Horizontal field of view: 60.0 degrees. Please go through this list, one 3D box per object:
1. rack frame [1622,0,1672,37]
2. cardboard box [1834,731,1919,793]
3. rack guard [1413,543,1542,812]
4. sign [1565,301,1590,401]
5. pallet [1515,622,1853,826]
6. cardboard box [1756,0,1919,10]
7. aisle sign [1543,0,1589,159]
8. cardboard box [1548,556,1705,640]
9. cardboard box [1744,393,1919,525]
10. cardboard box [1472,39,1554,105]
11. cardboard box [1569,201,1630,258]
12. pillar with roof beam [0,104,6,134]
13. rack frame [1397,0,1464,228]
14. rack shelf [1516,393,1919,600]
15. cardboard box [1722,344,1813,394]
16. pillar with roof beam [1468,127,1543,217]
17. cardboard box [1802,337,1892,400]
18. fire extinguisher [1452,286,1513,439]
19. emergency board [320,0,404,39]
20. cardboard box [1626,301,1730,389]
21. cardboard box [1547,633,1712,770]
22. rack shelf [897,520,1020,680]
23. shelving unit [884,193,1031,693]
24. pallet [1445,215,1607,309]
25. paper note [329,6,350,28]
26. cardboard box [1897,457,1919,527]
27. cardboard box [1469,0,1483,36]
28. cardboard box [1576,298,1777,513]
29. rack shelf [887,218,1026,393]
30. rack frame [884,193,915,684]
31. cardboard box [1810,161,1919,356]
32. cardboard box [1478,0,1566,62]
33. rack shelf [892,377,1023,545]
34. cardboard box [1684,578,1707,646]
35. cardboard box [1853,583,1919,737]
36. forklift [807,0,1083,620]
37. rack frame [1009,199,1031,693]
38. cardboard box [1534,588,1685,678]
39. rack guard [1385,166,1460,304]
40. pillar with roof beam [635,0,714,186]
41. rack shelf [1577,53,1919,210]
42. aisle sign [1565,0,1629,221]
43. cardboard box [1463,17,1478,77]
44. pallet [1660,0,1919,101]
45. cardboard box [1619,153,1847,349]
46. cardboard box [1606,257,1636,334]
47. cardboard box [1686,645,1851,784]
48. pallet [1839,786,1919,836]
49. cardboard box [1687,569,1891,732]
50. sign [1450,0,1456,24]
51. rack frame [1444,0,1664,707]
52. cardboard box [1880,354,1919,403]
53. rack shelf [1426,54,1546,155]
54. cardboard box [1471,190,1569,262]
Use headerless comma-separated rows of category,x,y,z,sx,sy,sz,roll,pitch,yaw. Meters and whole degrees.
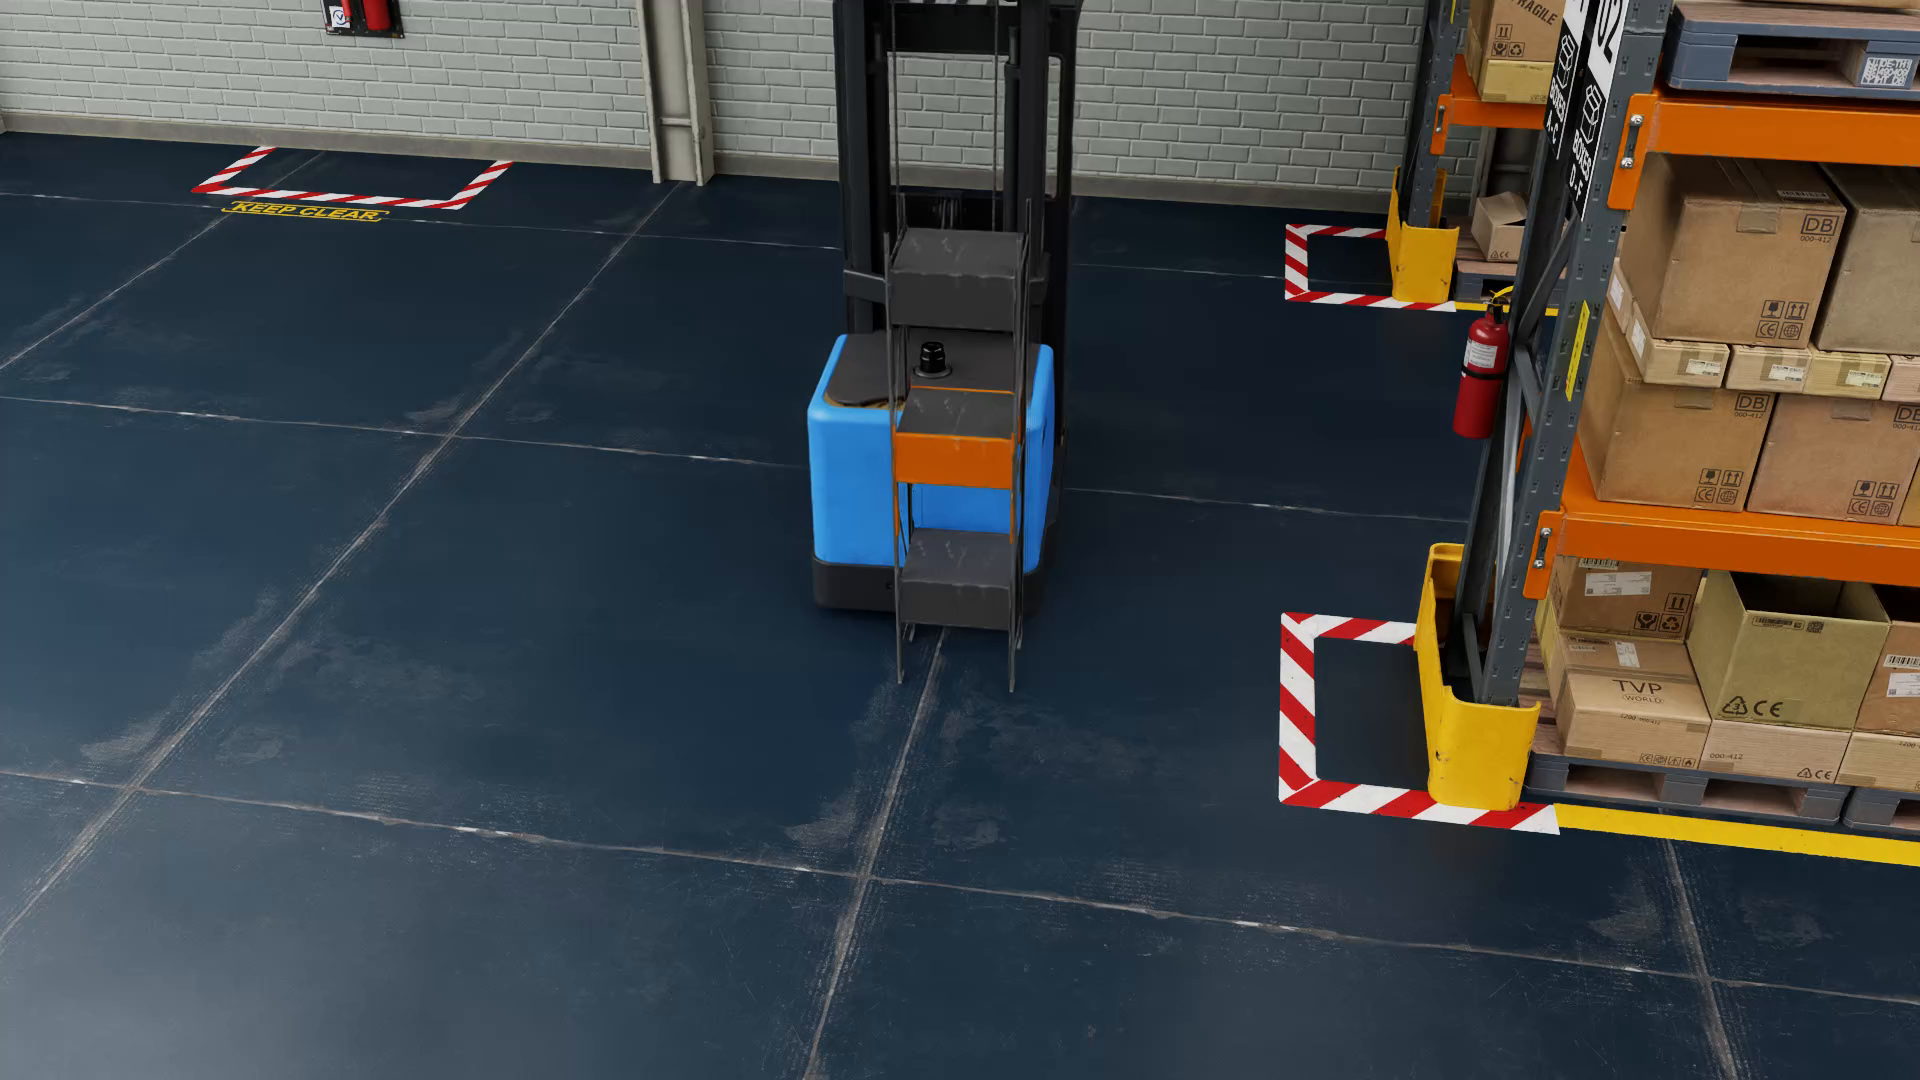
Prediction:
rack frame,2.153,-3.060,4.657,0.127,3.000,1.000,5,32,8
cardboard box,3.630,0.722,6.465,0.500,0.250,0.500,5,32,8
rack guard,2.129,0.541,6.915,0.348,0.500,1.175,5,32,8
sign,2.054,-0.628,5.535,0.005,0.325,0.100,5,32,8
pallet,2.914,0.711,6.914,1.213,0.211,1.003,5,32,8
cardboard box,2.719,-2.016,5.191,0.637,0.503,0.797,7,33,12
aisle sign,2.137,-1.778,5.814,0.004,0.787,0.394,5,32,8
cardboard box,2.732,0.045,6.840,0.500,0.500,0.500,5,32,8
cardboard box,3.129,-0.467,6.074,0.500,0.500,0.700,6,33,9
cardboard box,3.410,-2.843,10.088,0.500,0.250,0.500,4,32,7
cardboard box,4.211,-1.995,10.730,0.500,0.311,0.500,8,33,12
pillar with roof beam,-8.735,-4.861,7.534,0.400,9.000,9.100,5,32,8
rack frame,2.983,-3.108,10.388,0.127,3.000,1.000,5,32,8
rack shelf,4.124,-0.033,6.154,4.000,0.370,1.077,5,32,8
cardboard box,2.764,-0.664,5.779,0.250,0.149,0.380,4,32,7
pillar with roof beam,3.094,-3.789,5.822,0.400,9.000,9.100,5,32,8
cardboard box,3.010,-0.641,5.742,0.250,0.149,0.380,5,32,8
fire extinguisher,2.114,-0.738,6.674,0.183,0.674,0.296,5,32,8
emergency board,-4.526,-4.274,12.251,0.643,1.169,0.194,5,32,8
cardboard box,2.503,-0.687,5.814,0.250,0.149,0.380,5,32,8
cardboard box,2.644,0.635,6.604,0.500,0.250,0.500,5,32,8
rack shelf,0.004,0.256,7.193,0.480,0.518,0.431,4,34,6
shelving unit,0.001,-0.337,6.796,0.503,2.100,0.431,4,34,6
pallet,3.852,-1.828,10.972,1.213,0.211,1.003,5,32,8
paper note,-4.689,-3.953,12.568,0.142,0.148,0.016,5,32,8
cardboard box,3.618,-0.419,5.998,0.500,0.500,0.700,5,32,9
cardboard box,3.483,-3.440,10.334,0.500,0.500,0.500,5,32,8
cardboard box,2.611,-0.511,6.145,0.500,0.500,0.700,5,32,8
rack shelf,-0.003,-0.907,6.413,0.480,0.518,0.431,4,34,6
rack frame,-0.241,-0.354,6.823,0.015,2.100,0.400,4,34,6
cardboard box,3.182,-1.012,5.723,0.500,0.500,0.700,4,32,7
cardboard box,3.403,-3.171,9.905,0.500,0.500,0.500,5,32,8
rack shelf,0.001,-0.325,6.803,0.480,0.518,0.431,4,34,6
cardboard box,3.226,0.402,6.976,0.500,0.250,0.500,5,32,8
cardboard box,3.632,0.398,6.275,0.500,0.500,0.500,5,32,8
forklift,0.006,-1.642,8.111,1.130,2.935,3.031,3,32,6
rack frame,0.243,-0.320,6.769,0.015,2.100,0.400,4,34,6
cardboard box,2.731,0.364,7.037,0.500,0.250,0.500,5,32,8
rack guard,3.057,-2.042,11.041,0.348,0.500,1.175,5,32,8
pillar with roof beam,-2.821,-4.325,6.678,0.400,9.000,9.100,5,32,8
rack shelf,4.124,-1.305,5.358,4.000,0.370,1.077,5,32,8
aisle sign,2.037,-1.465,5.312,0.004,0.787,0.394,5,32,8
cardboard box,3.476,-3.113,10.518,0.500,0.250,0.500,6,32,9
pallet,2.845,-1.674,5.354,1.213,0.211,1.003,5,32,8
cardboard box,2.663,-1.056,5.793,0.500,0.500,0.700,5,32,8
cardboard box,2.562,-0.900,6.155,0.250,0.149,0.380,5,32,7
cardboard box,3.138,0.678,6.536,0.500,0.250,0.500,5,32,8
pallet,4.113,0.822,6.738,1.213,0.211,1.003,5,32,8
cardboard box,3.137,0.361,6.336,0.500,0.500,0.500,5,32,8
sign,2.891,-3.191,9.705,0.005,0.325,0.100,5,32,8
rack frame,2.153,-0.517,6.249,0.127,3.000,1.000,5,32,8
cardboard box,3.258,-0.618,5.704,0.250,0.149,0.380,5,32,7
rack shelf,4.954,-2.625,10.294,4.000,0.370,1.077,5,32,8
cardboard box,3.649,-2.046,10.811,0.500,0.311,0.500,2,32,3
